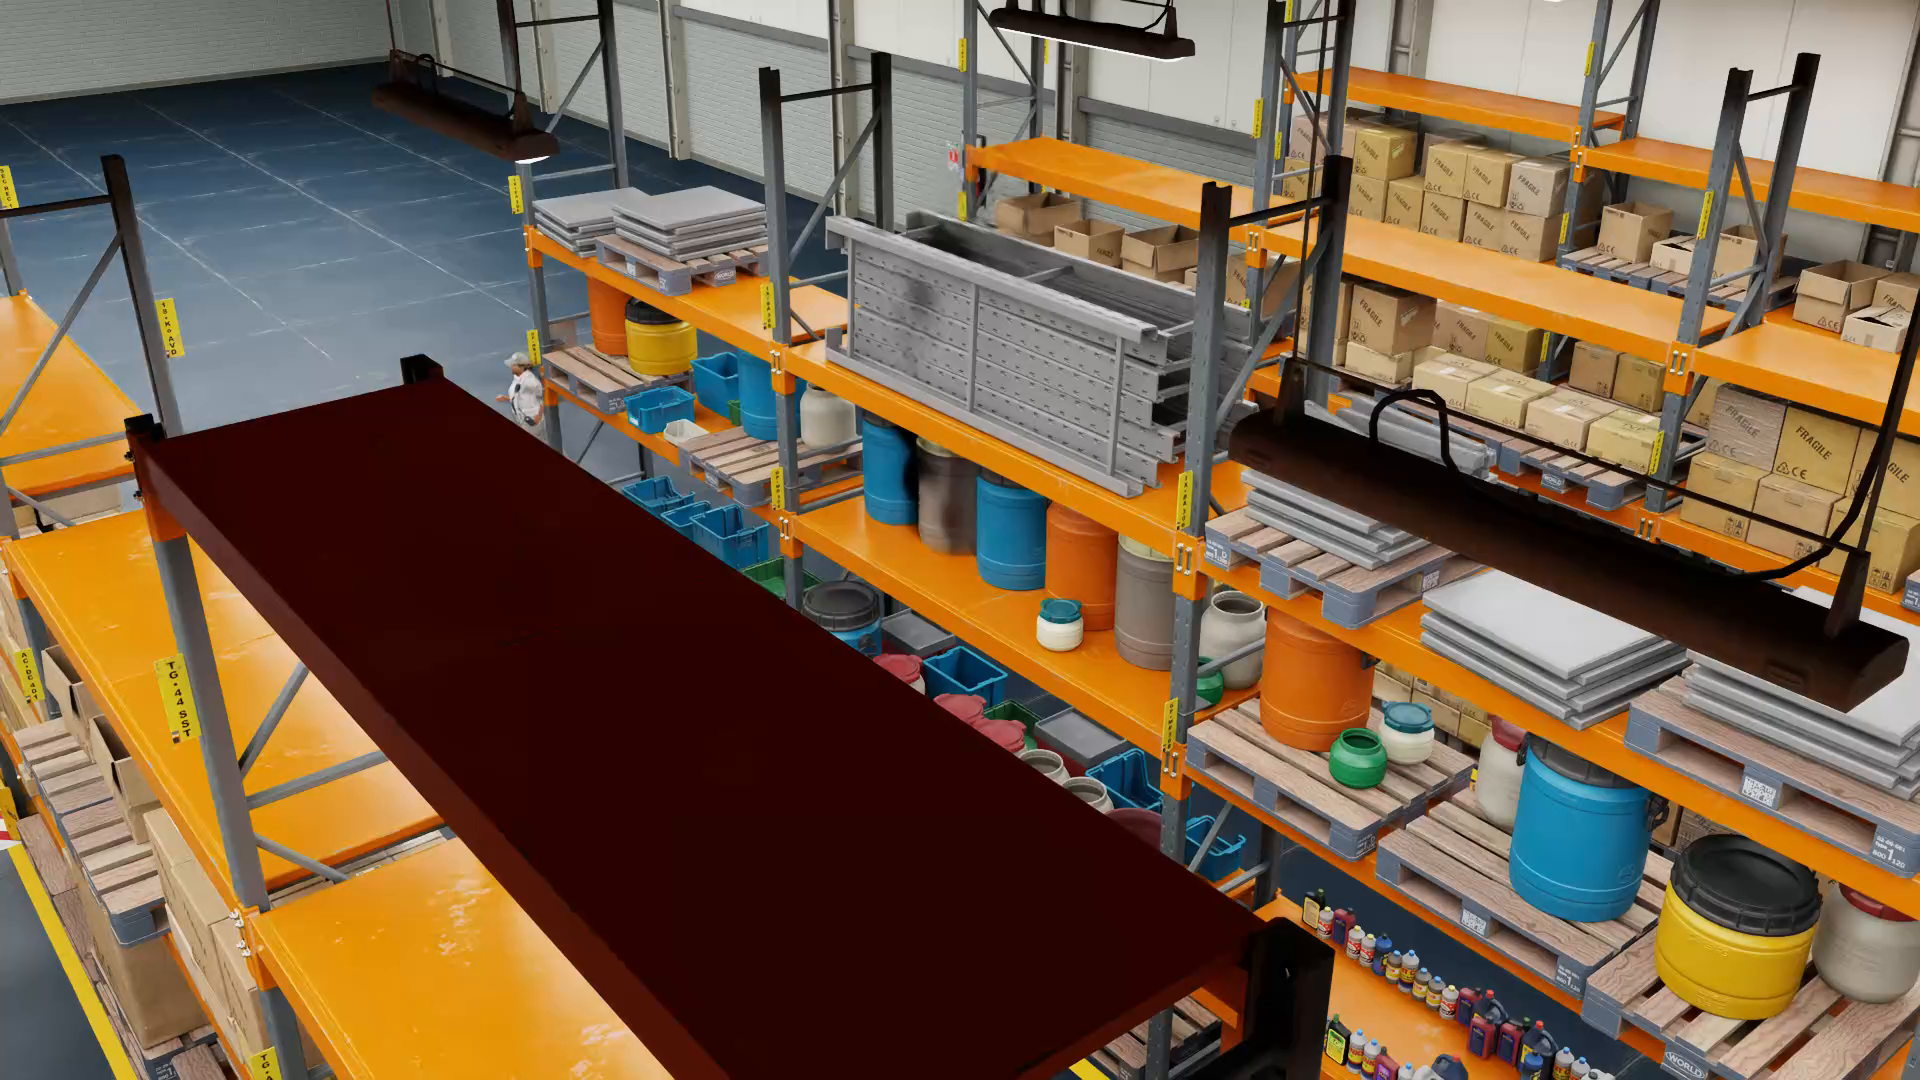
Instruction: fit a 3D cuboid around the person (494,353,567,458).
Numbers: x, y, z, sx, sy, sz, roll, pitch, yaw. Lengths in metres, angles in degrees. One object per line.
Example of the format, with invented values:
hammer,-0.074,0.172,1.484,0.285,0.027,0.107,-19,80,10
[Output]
person,-4.909,-1.353,19.181,0.836,1.716,0.564,-7,27,-15
